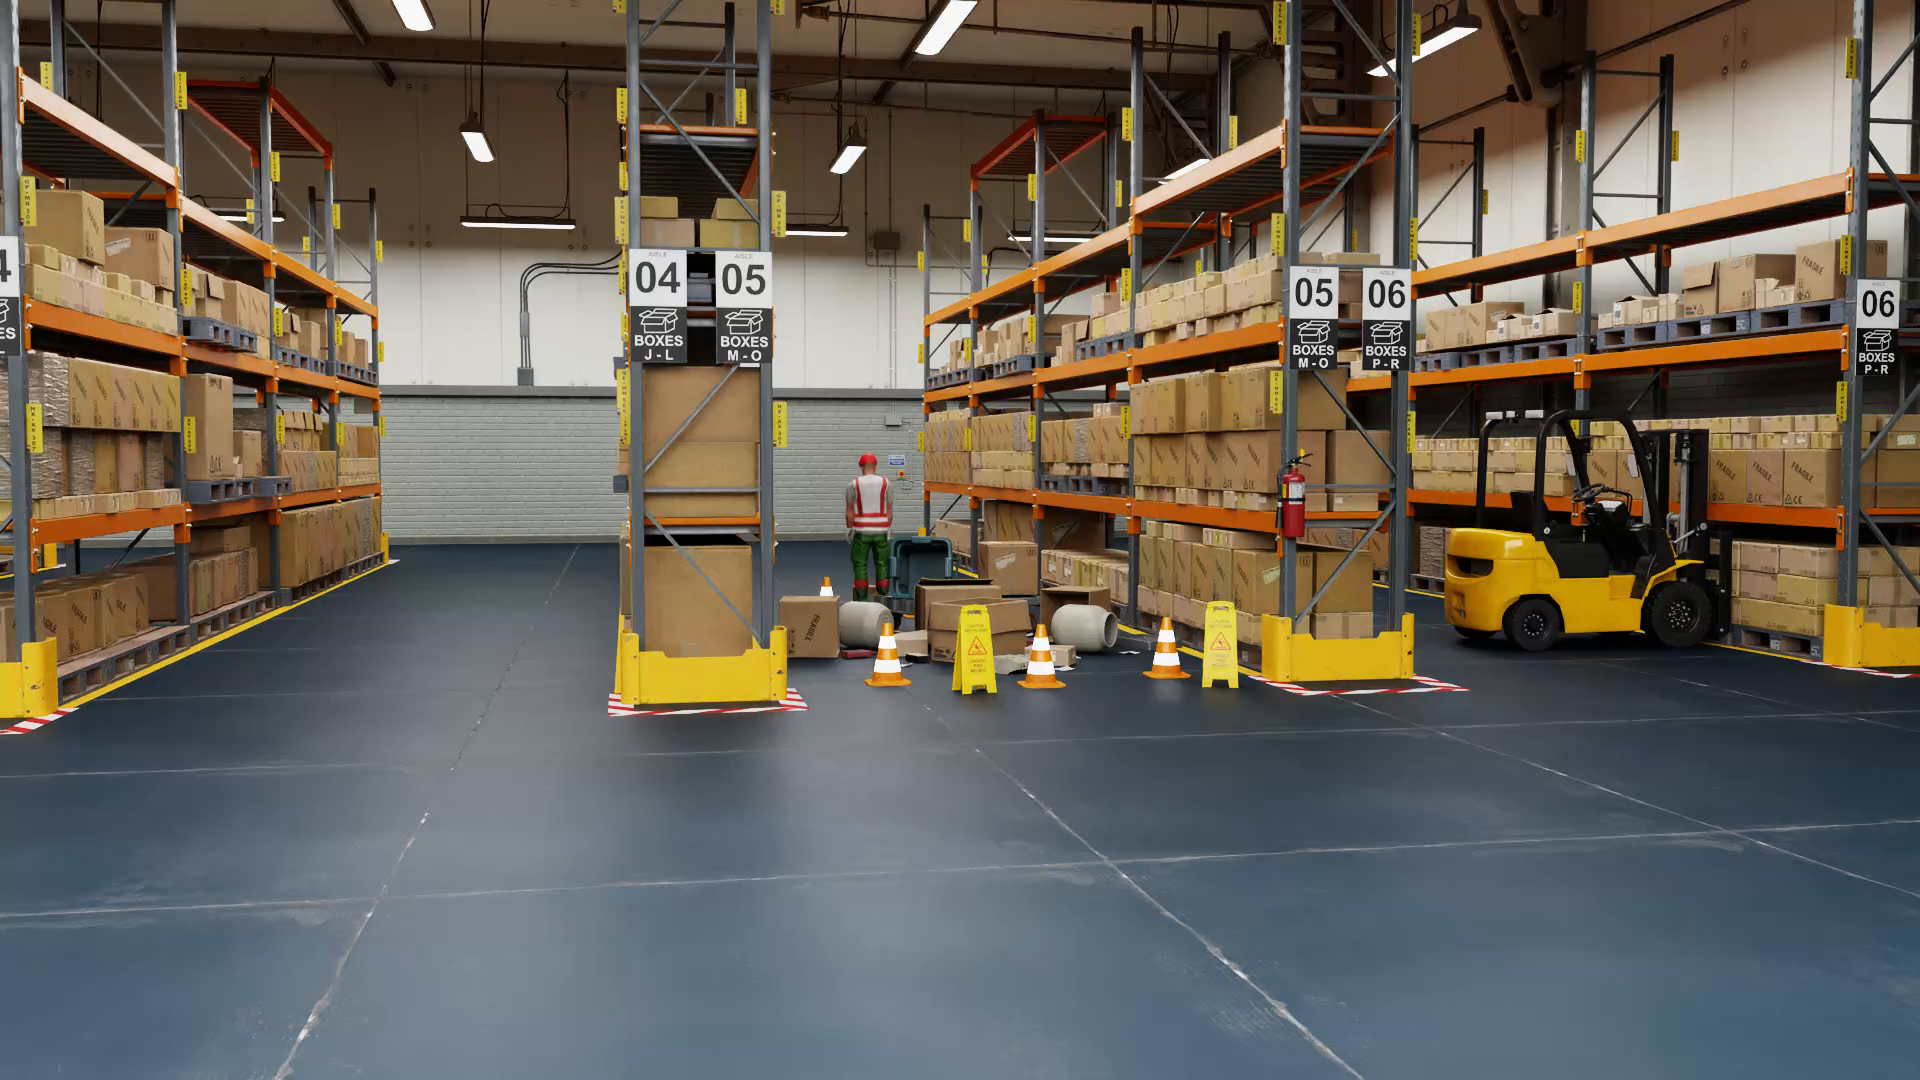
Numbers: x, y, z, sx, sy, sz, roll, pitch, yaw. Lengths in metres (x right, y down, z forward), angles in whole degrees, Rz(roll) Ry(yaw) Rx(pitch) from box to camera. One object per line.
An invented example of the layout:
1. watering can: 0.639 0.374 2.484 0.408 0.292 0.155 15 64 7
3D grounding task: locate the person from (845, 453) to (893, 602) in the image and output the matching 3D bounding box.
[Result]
1. person: -1.015 -0.080 18.535 0.531 1.770 0.377 -1 3 -10
